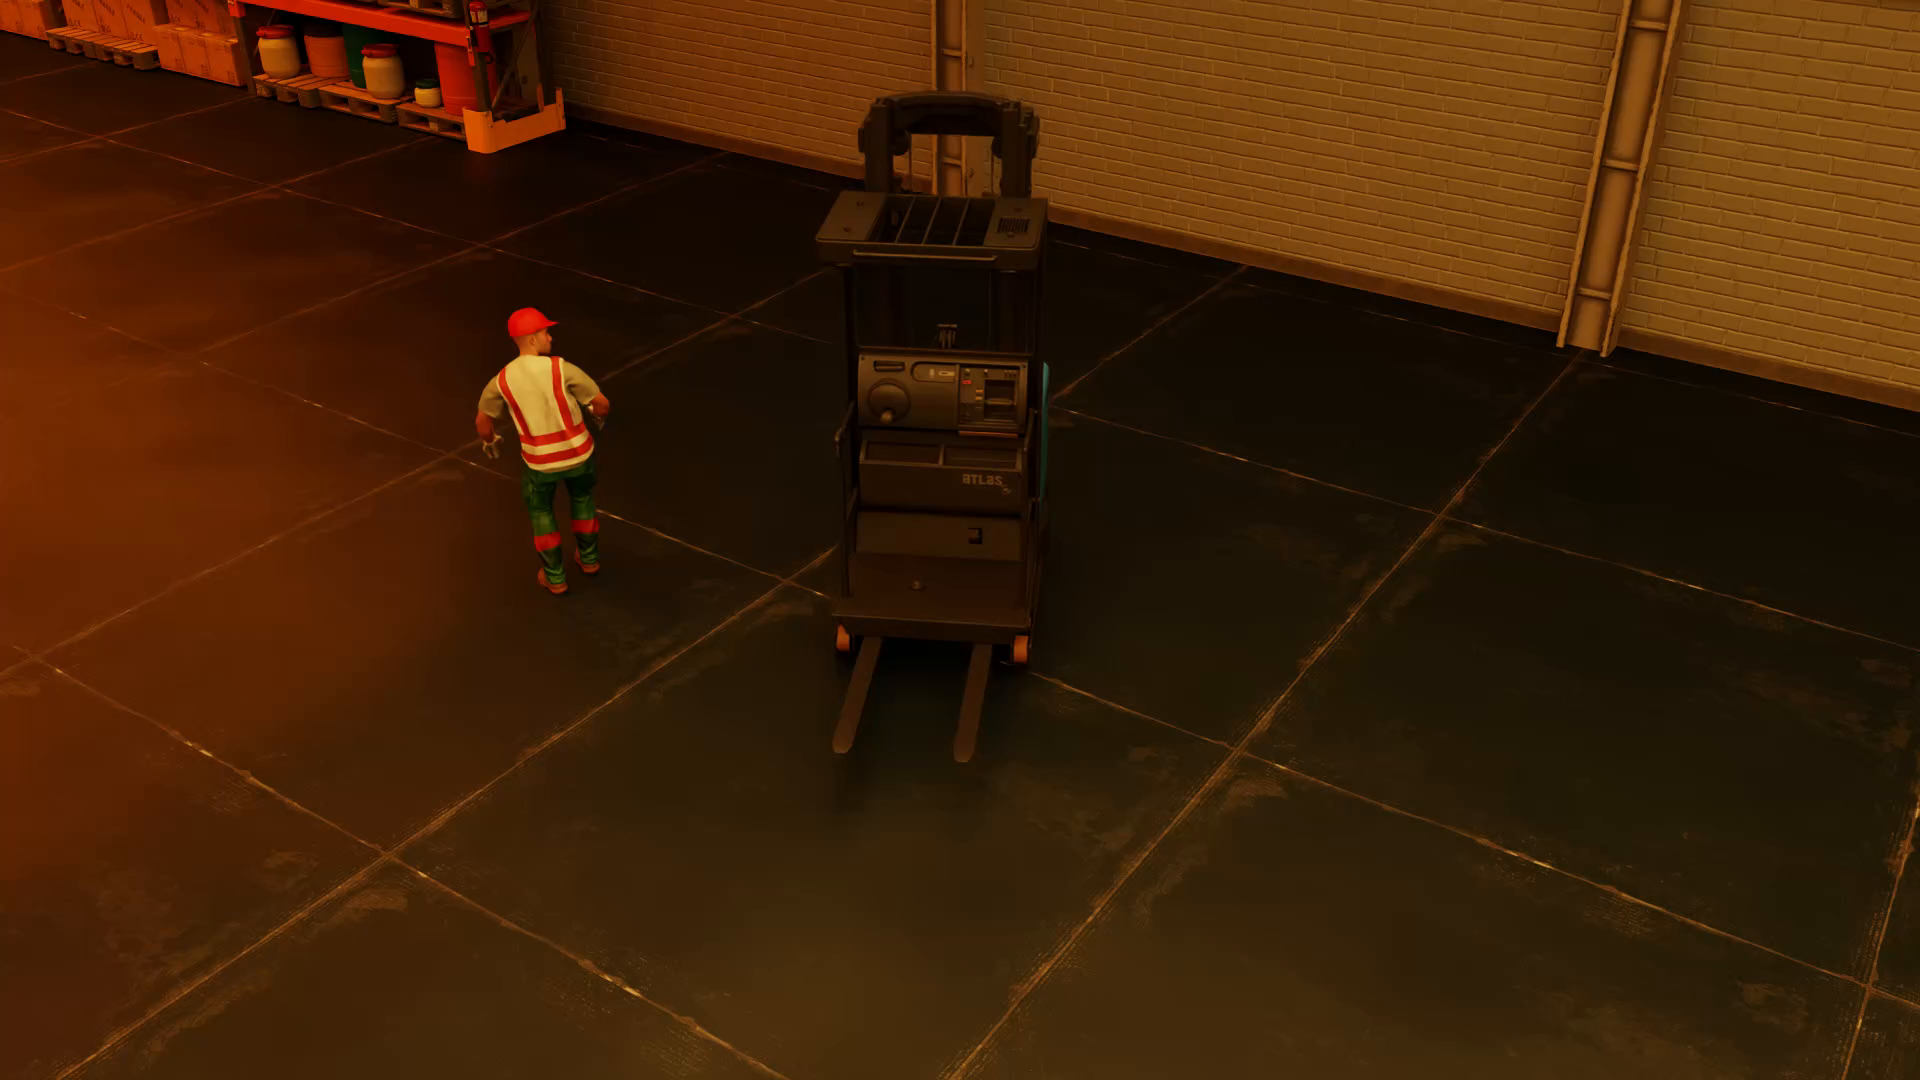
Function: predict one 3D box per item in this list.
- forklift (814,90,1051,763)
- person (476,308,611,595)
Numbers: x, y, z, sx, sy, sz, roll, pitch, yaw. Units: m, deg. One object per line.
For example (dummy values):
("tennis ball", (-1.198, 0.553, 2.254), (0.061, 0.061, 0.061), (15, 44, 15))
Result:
("forklift", (-0.118, -0.757, 8.885), (1.130, 2.935, 3.031), (3, 30, 6))
("person", (-2.401, -0.526, 9.698), (0.755, 1.732, 0.518), (-8, 31, -13))
